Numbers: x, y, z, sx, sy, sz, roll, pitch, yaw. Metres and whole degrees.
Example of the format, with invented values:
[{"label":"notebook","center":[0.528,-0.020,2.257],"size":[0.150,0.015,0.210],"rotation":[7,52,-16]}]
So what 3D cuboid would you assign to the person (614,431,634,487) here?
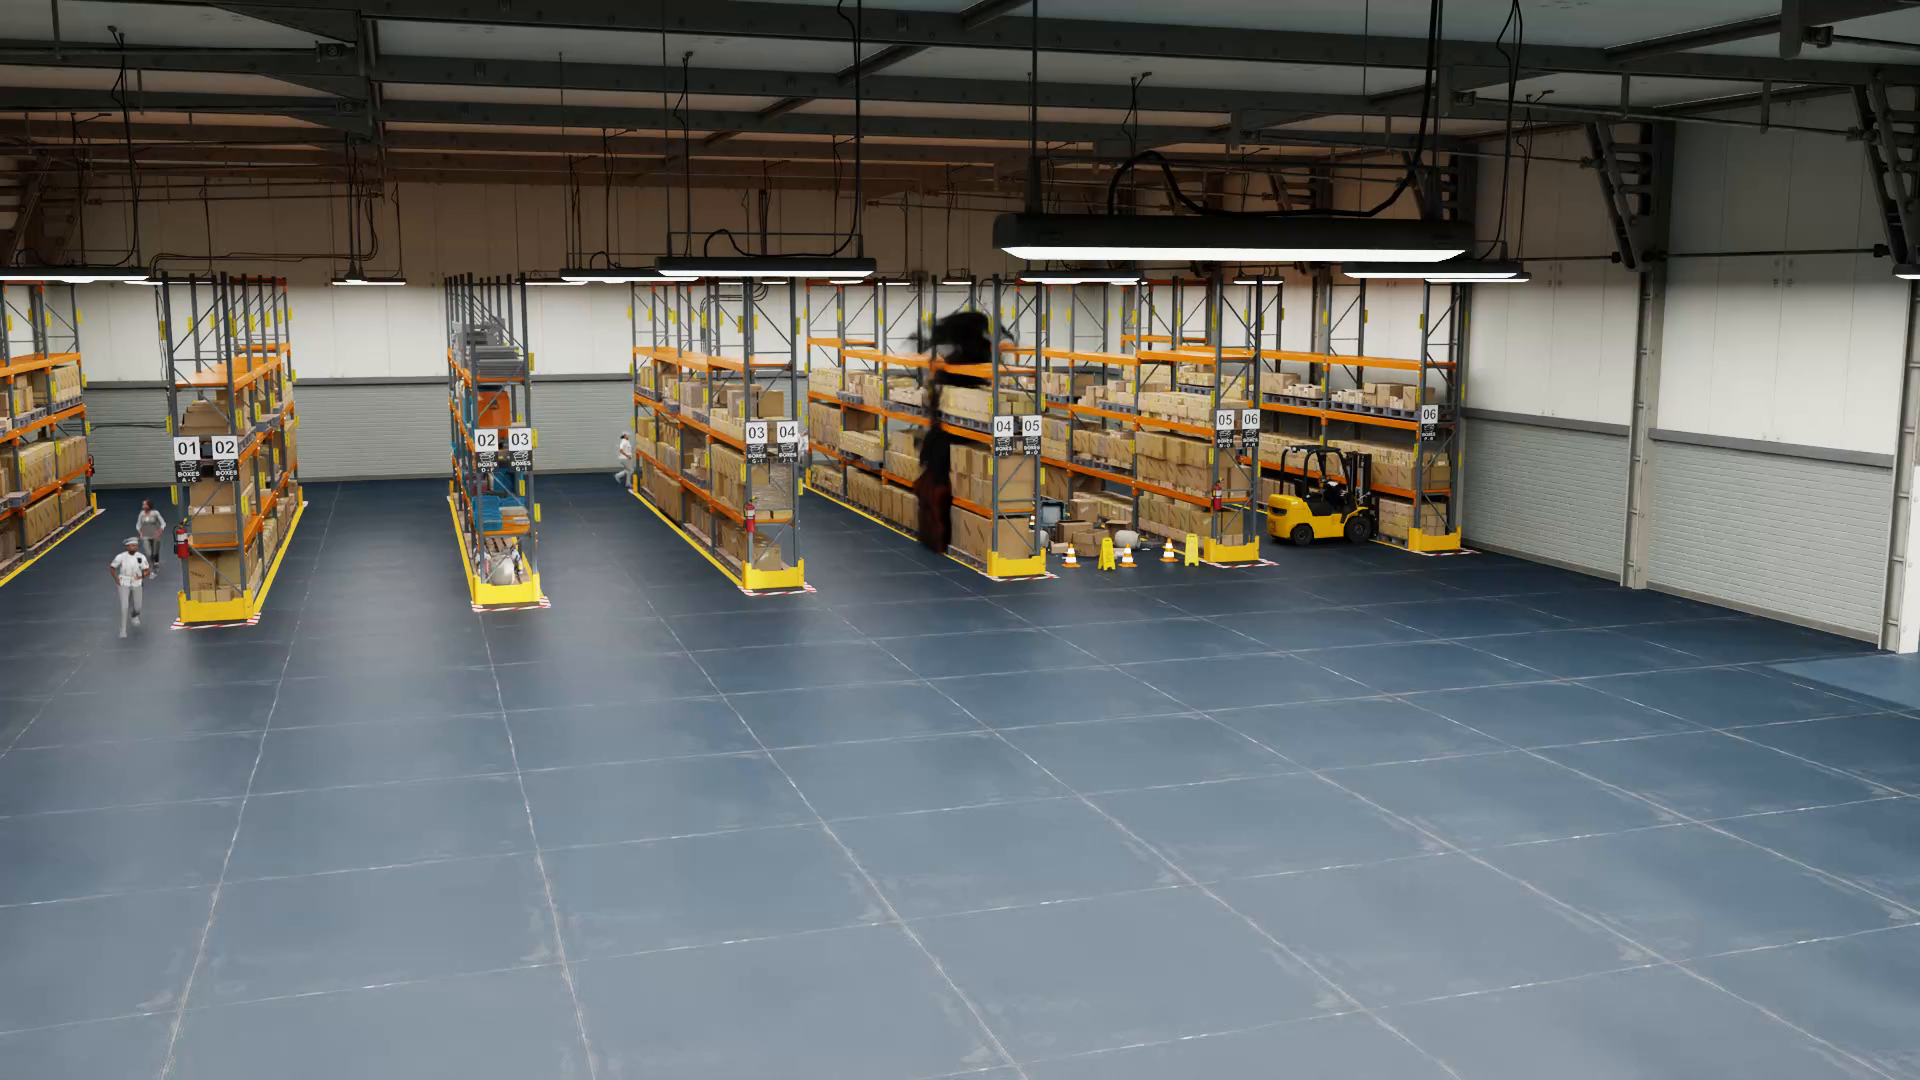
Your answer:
[{"label":"person","center":[-9.744,-2.349,48.218],"size":[0.620,1.629,0.632],"rotation":[-1,9,-5]}]

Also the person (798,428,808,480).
[{"label":"person","center":[-4.616,-2.567,49.705],"size":[0.567,1.607,0.698],"rotation":[-2,9,-16]}]

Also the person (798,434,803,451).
[{"label":"person","center":[-5.065,-2.532,49.063],"size":[0.767,1.807,0.855],"rotation":[5,10,29]}]

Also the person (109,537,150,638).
[{"label":"person","center":[-13.854,0.762,27.798],"size":[0.607,1.649,0.714],"rotation":[-6,10,-35]}]

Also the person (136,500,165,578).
[{"label":"person","center":[-16.152,-0.035,33.217],"size":[0.536,1.568,0.506],"rotation":[-2,9,-13]}]
